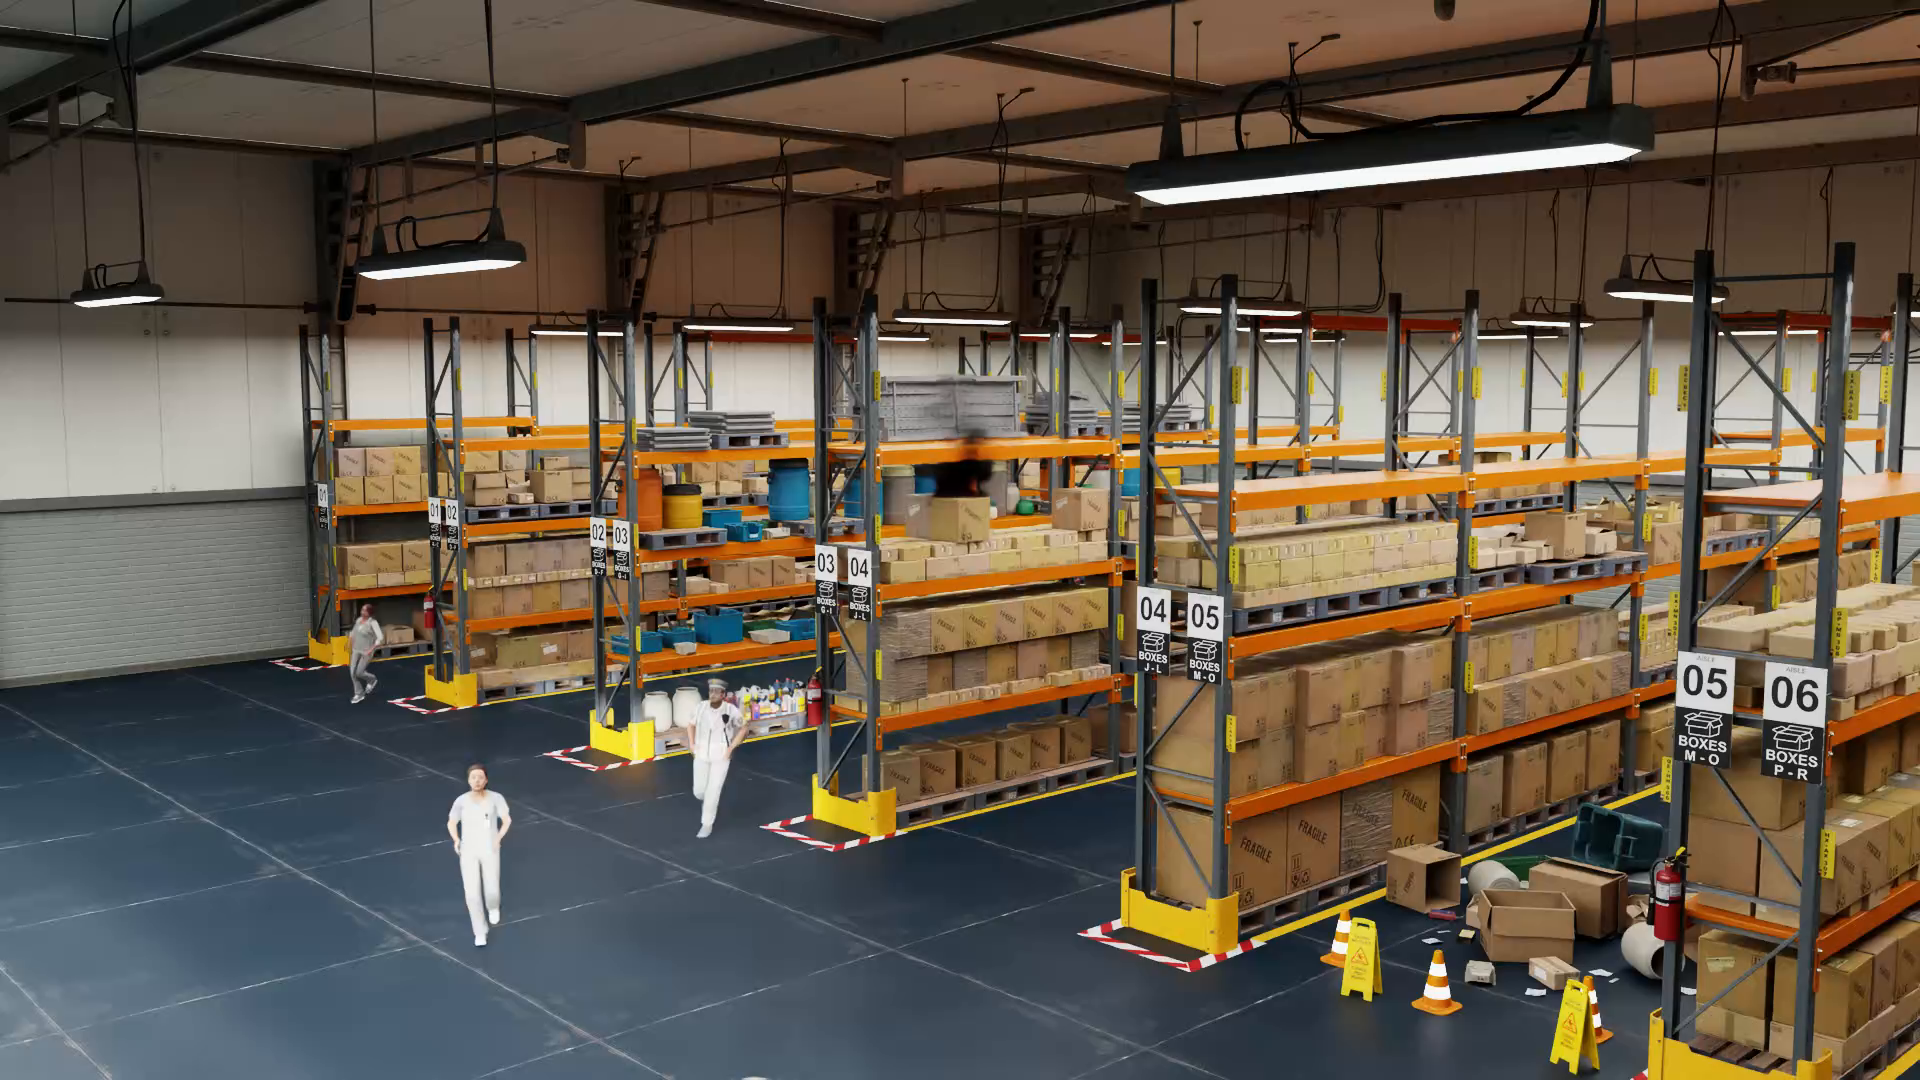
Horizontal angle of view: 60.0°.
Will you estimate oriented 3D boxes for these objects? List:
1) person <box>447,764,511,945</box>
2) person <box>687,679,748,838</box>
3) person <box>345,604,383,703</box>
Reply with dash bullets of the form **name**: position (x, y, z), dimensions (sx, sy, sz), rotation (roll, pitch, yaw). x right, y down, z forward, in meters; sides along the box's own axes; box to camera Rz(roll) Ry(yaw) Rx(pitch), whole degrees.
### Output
- **person**: position (-4.370, 2.832, 15.124), dimensions (0.562, 1.618, 0.594), rotation (-1, 6, -11)
- **person**: position (-2.745, 2.415, 18.789), dimensions (0.677, 1.766, 0.745), rotation (1, 6, 8)
- **person**: position (-9.336, 1.769, 26.153), dimensions (0.599, 1.559, 0.503), rotation (2, 6, 18)
